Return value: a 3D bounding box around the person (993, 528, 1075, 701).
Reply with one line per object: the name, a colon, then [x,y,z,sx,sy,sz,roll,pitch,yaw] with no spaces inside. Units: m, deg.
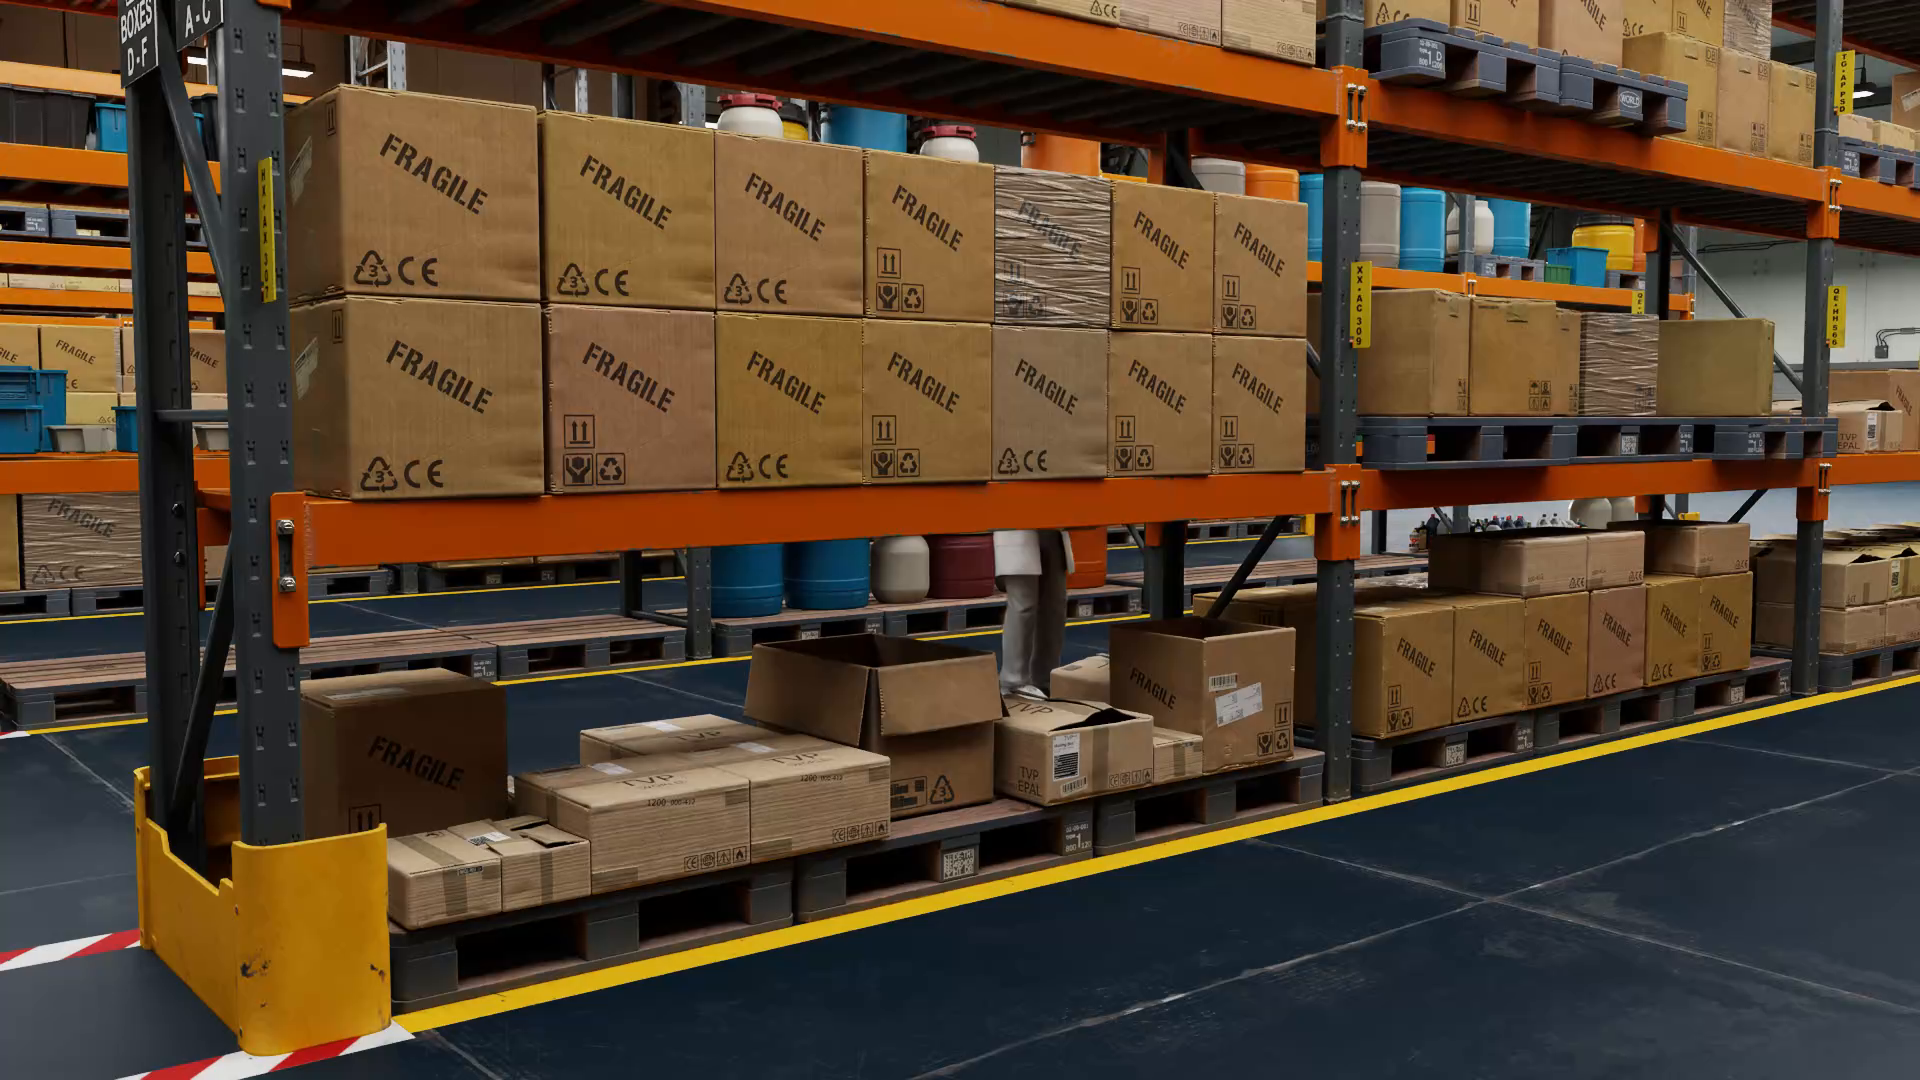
person: [0.441,-0.022,8.774,0.529,1.772,0.553,-3,5,-38]
